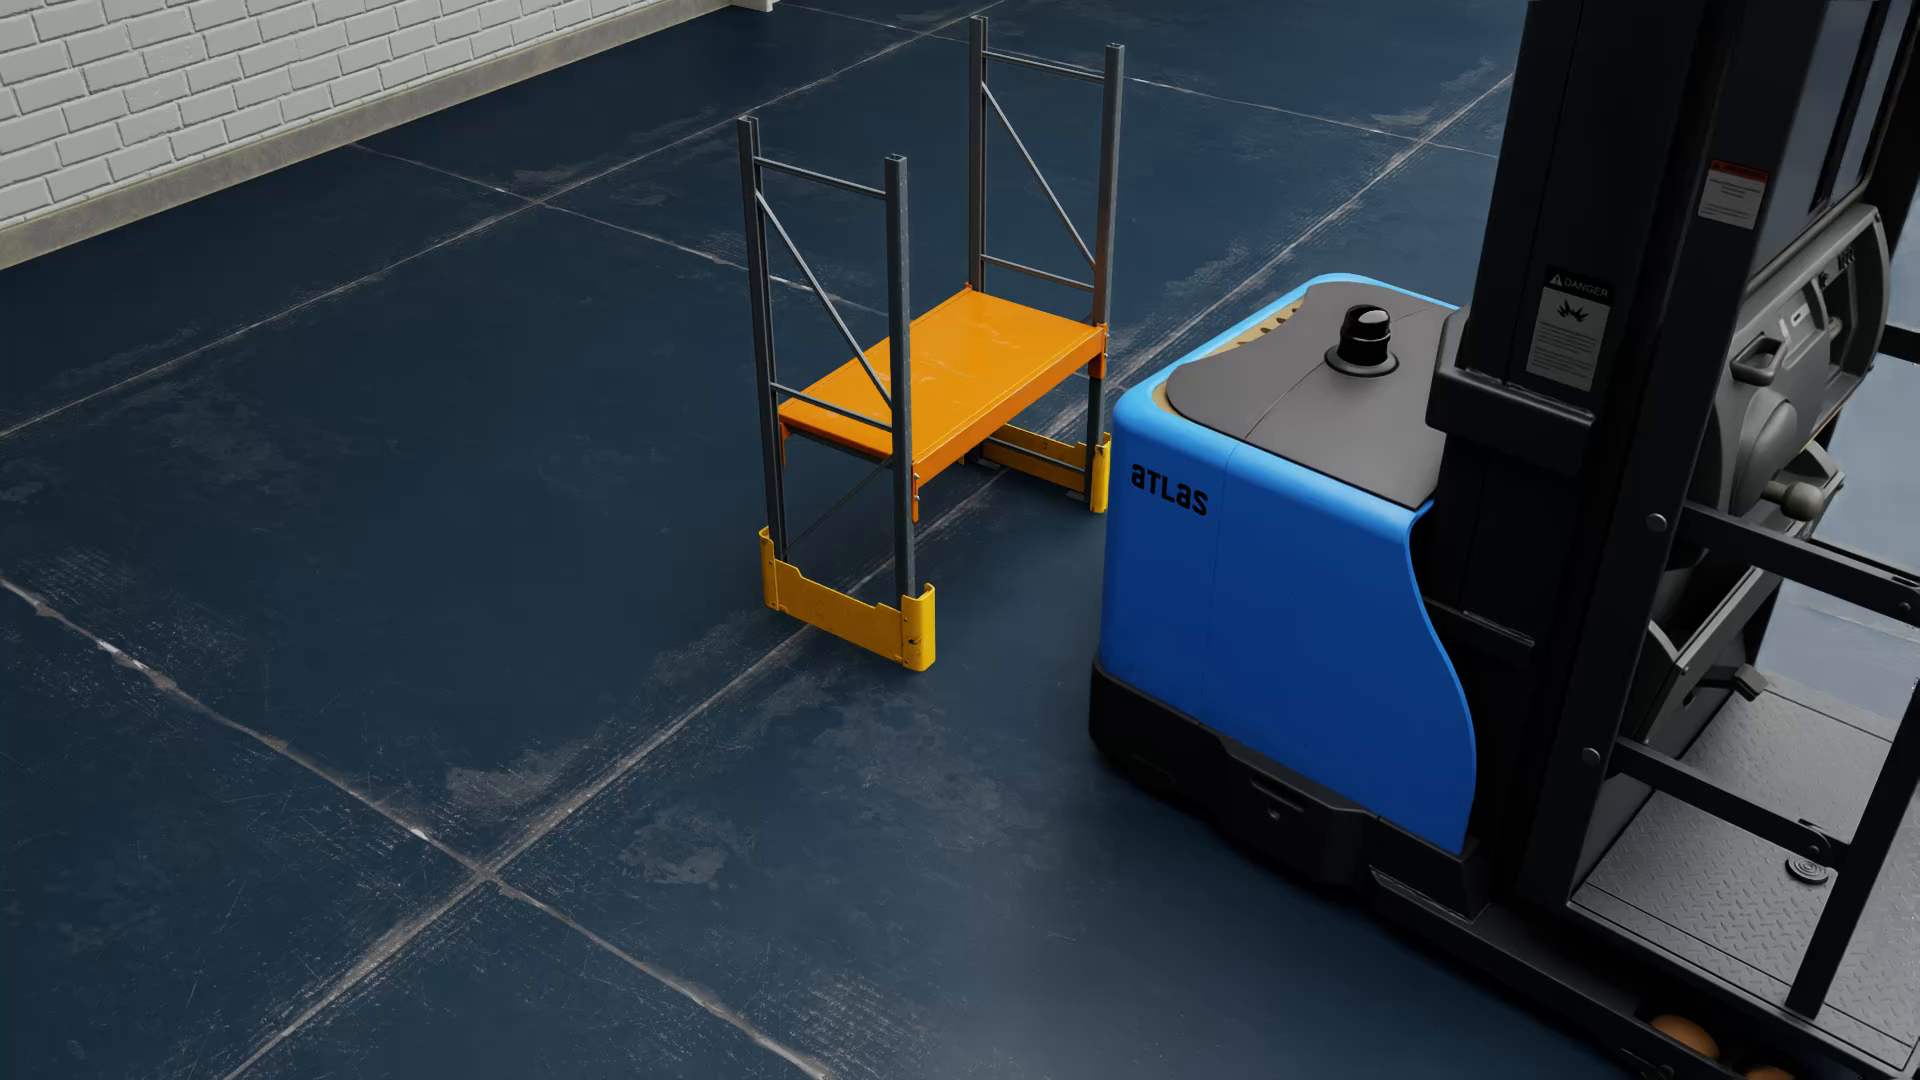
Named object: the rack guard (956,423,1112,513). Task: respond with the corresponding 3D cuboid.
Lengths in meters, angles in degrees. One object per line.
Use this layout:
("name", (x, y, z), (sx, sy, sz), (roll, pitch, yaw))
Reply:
("rack guard", (0.241, -0.298, 5.467), (0.587, 0.250, 0.087), (21, 39, 28))

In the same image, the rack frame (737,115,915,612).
("rack frame", (-0.338, -0.348, 4.426), (0.500, 1.500, 0.032), (21, 39, 28))

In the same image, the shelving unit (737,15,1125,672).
("shelving unit", (-0.043, -0.586, 4.778), (0.587, 1.500, 1.083), (21, 39, 28))

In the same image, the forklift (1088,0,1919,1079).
("forklift", (1.776, -0.305, 3.085), (3.031, 2.935, 1.130), (26, 42, 33))

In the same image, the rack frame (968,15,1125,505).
("rack frame", (0.241, -0.816, 5.118), (0.500, 1.500, 0.032), (21, 39, 28))

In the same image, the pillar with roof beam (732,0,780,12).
("pillar with roof beam", (2.373, -5.635, 5.550), (9.100, 9.000, 0.400), (21, 39, 28))

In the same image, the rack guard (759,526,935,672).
("rack guard", (-0.327, 0.161, 4.789), (0.587, 0.250, 0.087), (21, 39, 28))

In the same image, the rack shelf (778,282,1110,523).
("rack shelf", (-0.049, -0.433, 4.873), (0.538, 0.185, 1.000), (21, 39, 28))
